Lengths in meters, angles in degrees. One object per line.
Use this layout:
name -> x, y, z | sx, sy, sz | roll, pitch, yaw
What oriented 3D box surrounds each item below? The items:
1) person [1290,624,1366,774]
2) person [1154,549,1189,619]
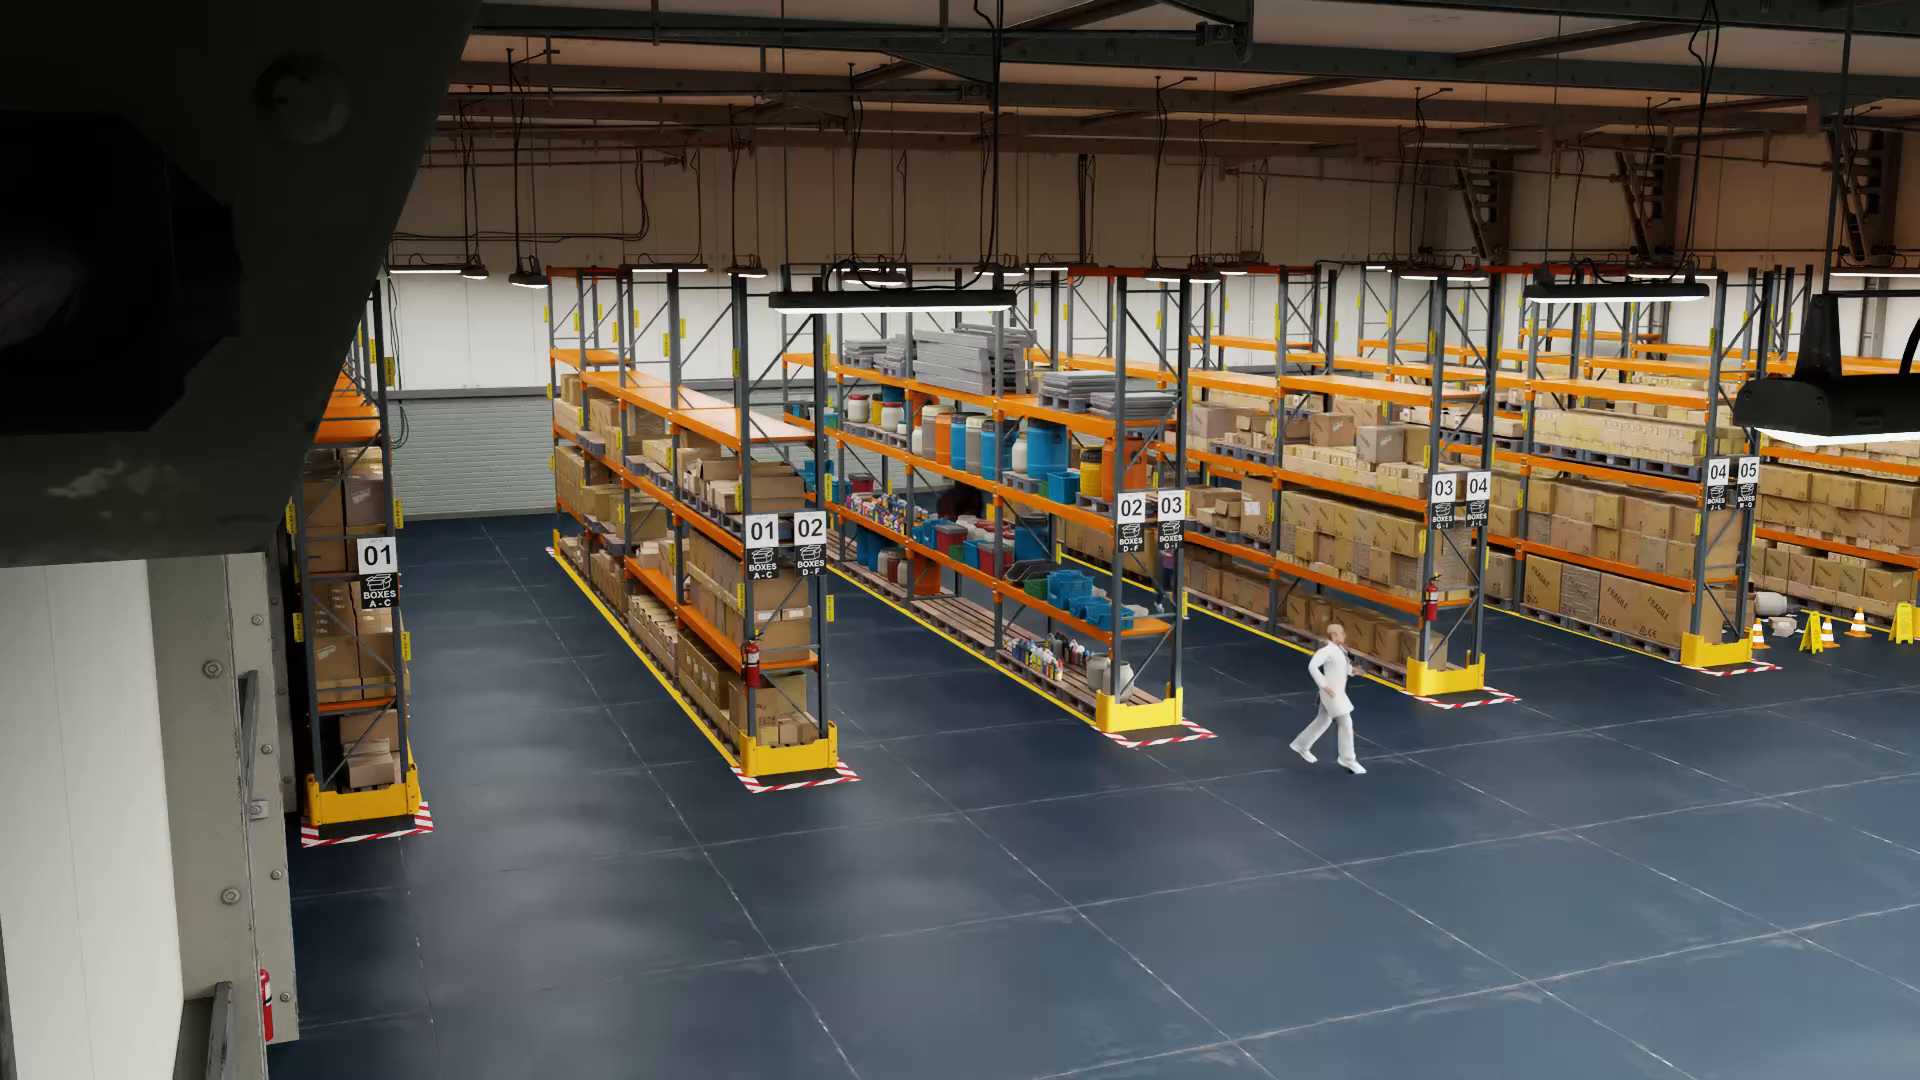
person -> 4.549, 1.925, 20.436 | 0.948, 1.825, 0.697 | 3, 10, 16
person -> 3.526, 0.465, 27.606 | 0.538, 1.610, 0.808 | -6, 12, -32
